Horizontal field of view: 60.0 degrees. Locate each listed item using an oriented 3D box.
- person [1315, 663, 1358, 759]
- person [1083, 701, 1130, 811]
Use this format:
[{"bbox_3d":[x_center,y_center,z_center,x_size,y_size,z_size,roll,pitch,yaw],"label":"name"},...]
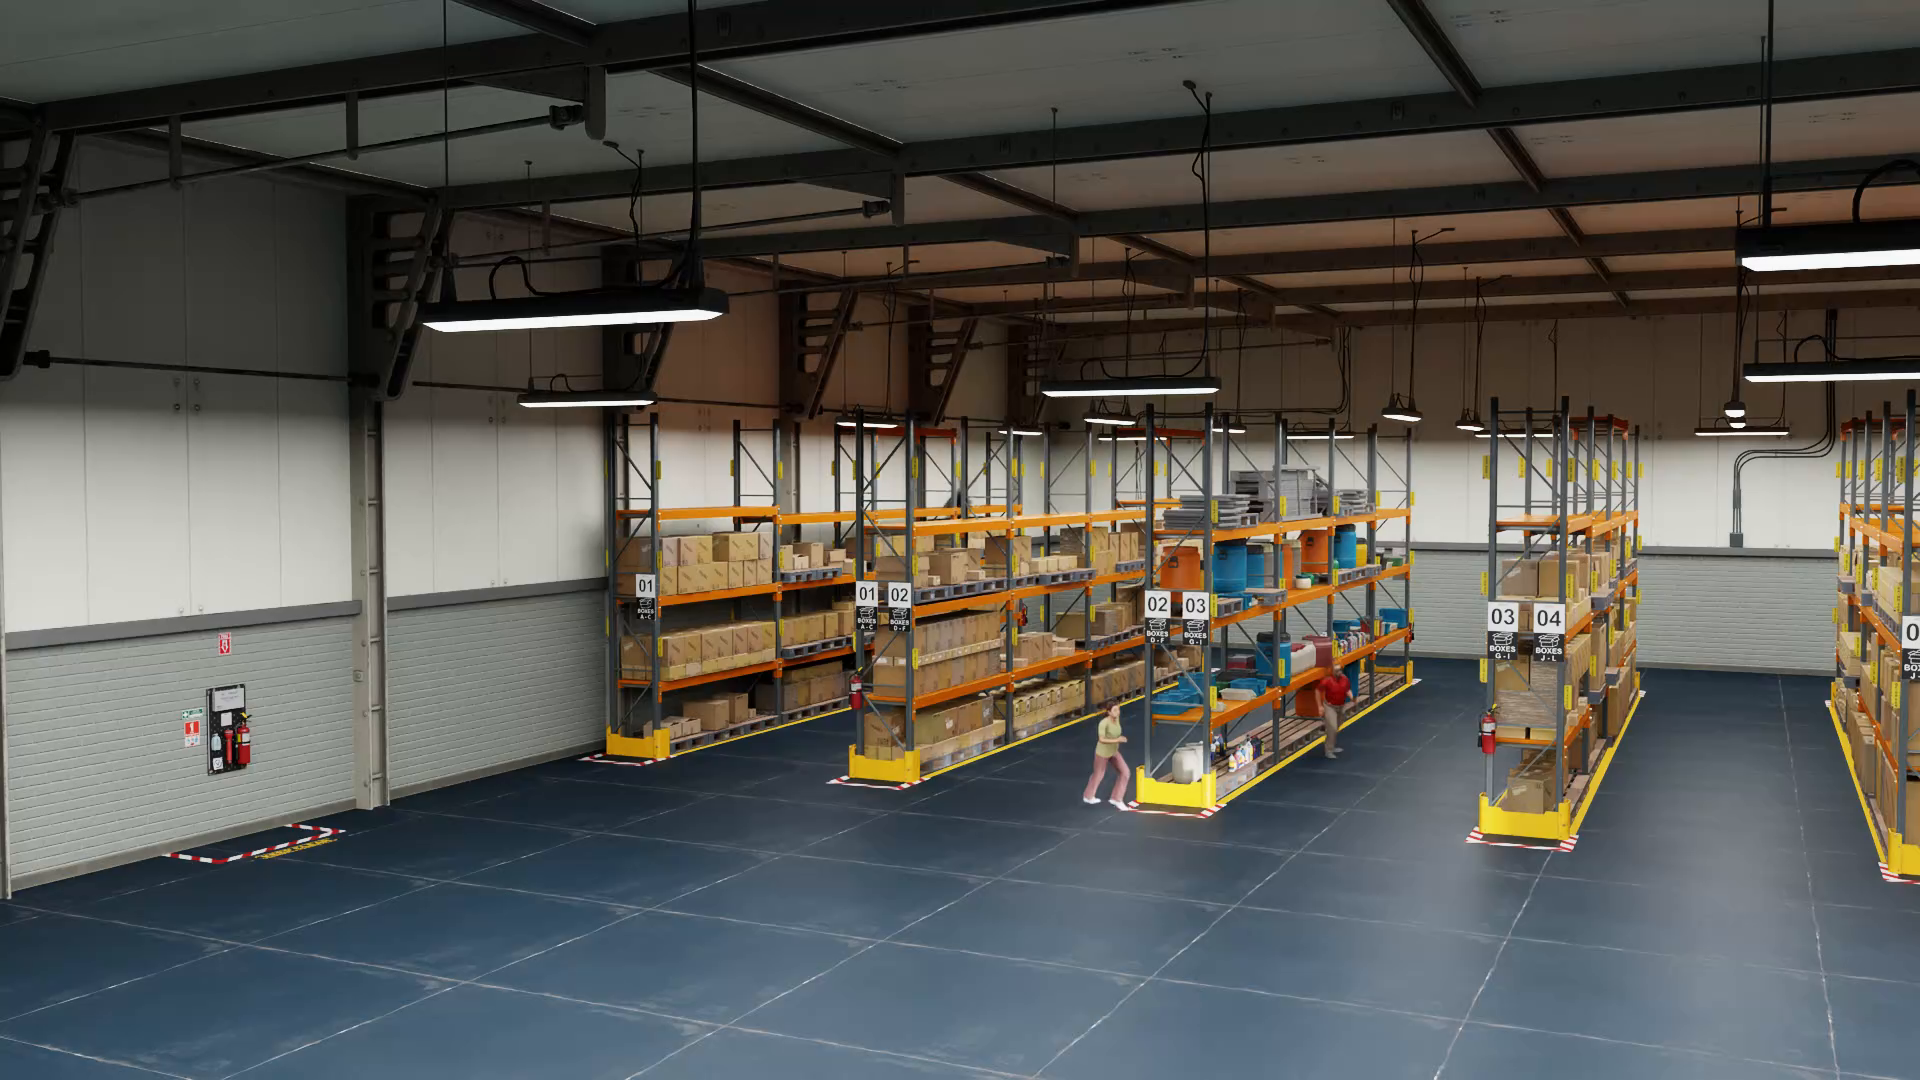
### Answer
[{"bbox_3d":[6.576,2.960,29.029,0.734,1.668,0.848,-2,3,-33],"label":"person"},{"bbox_3d":[2.144,3.154,24.410,0.512,1.615,0.917,-2,3,-37],"label":"person"}]
